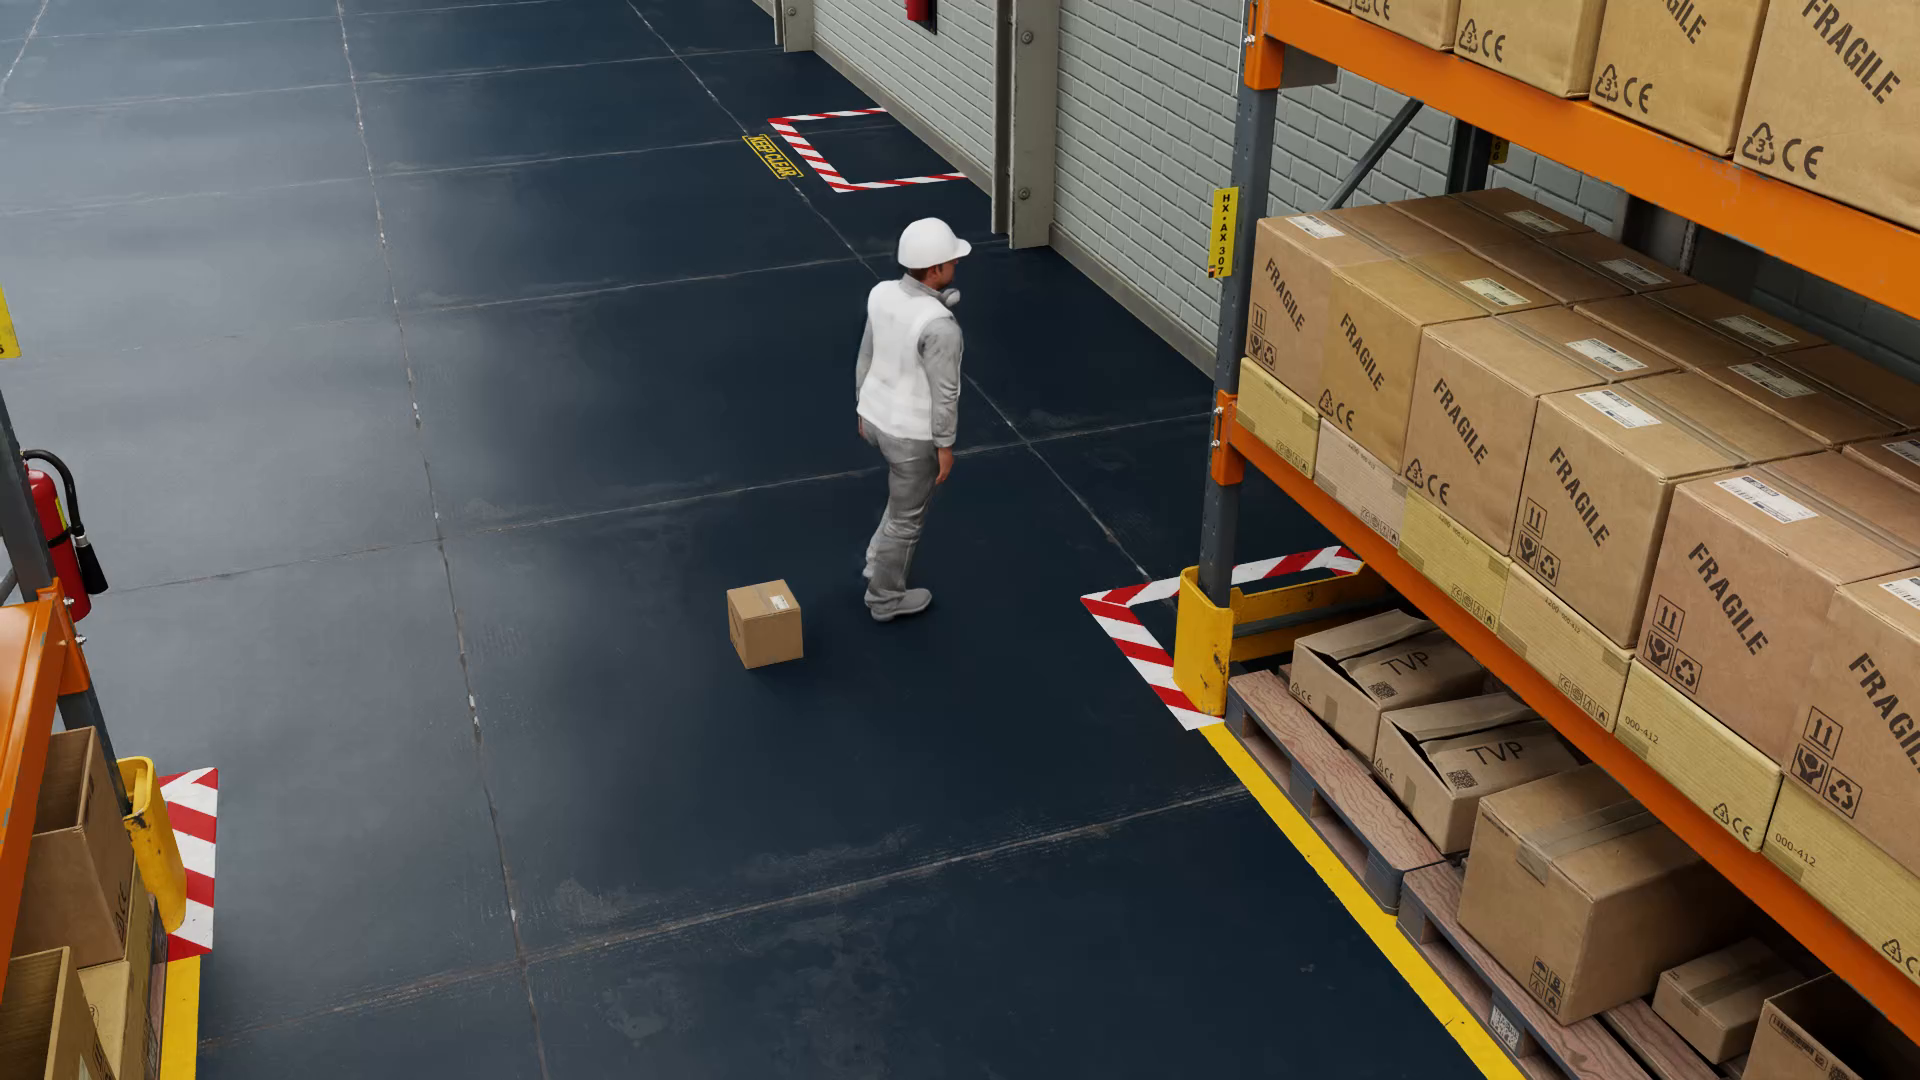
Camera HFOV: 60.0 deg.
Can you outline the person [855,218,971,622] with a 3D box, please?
[{"bbox_3d":[-0.201,-0.479,6.907,0.488,1.760,0.557,-18,34,-29],"label":"person"}]
